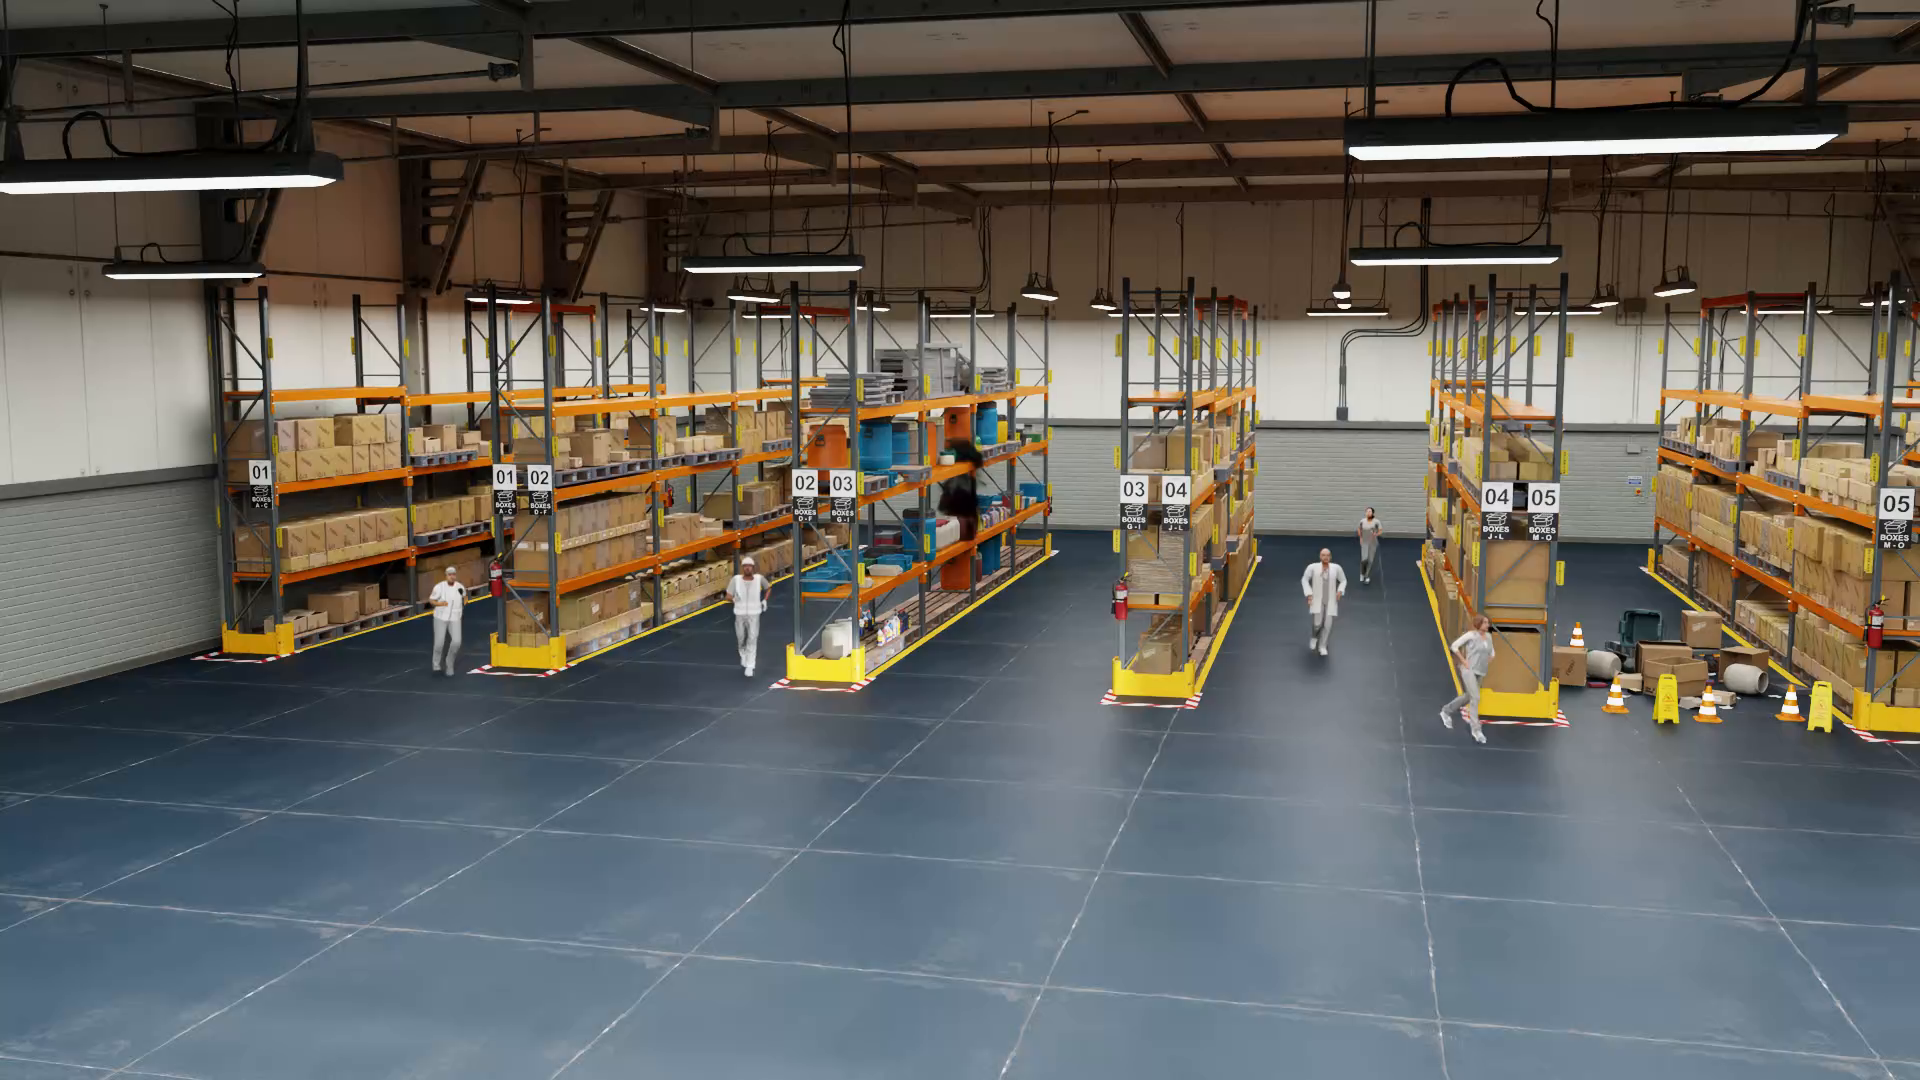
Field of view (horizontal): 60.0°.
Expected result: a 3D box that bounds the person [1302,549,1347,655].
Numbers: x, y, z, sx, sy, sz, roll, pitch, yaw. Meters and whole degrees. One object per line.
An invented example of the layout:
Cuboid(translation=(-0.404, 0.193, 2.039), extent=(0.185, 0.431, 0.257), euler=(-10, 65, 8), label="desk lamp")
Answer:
Cuboid(translation=(5.988, 1.009, 27.304), extent=(0.727, 1.747, 0.633), euler=(0, 7, 4), label="person")

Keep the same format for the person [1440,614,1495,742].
Cuboid(translation=(6.669, 1.755, 21.612), extent=(0.556, 1.591, 0.826), euler=(-4, 8, -29), label="person")

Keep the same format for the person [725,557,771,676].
Cuboid(translation=(-3.263, 1.147, 25.594), extent=(0.693, 1.766, 0.959), euler=(0, 7, -3), label="person")

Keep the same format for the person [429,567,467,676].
Cuboid(translation=(-7.864, 1.262, 25.639), extent=(0.604, 1.707, 0.700), euler=(-3, 7, -27), label="person")

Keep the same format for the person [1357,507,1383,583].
Cuboid(translation=(8.725, 0.229, 35.466), extent=(0.544, 1.393, 0.624), euler=(2, 7, 18), label="person")
